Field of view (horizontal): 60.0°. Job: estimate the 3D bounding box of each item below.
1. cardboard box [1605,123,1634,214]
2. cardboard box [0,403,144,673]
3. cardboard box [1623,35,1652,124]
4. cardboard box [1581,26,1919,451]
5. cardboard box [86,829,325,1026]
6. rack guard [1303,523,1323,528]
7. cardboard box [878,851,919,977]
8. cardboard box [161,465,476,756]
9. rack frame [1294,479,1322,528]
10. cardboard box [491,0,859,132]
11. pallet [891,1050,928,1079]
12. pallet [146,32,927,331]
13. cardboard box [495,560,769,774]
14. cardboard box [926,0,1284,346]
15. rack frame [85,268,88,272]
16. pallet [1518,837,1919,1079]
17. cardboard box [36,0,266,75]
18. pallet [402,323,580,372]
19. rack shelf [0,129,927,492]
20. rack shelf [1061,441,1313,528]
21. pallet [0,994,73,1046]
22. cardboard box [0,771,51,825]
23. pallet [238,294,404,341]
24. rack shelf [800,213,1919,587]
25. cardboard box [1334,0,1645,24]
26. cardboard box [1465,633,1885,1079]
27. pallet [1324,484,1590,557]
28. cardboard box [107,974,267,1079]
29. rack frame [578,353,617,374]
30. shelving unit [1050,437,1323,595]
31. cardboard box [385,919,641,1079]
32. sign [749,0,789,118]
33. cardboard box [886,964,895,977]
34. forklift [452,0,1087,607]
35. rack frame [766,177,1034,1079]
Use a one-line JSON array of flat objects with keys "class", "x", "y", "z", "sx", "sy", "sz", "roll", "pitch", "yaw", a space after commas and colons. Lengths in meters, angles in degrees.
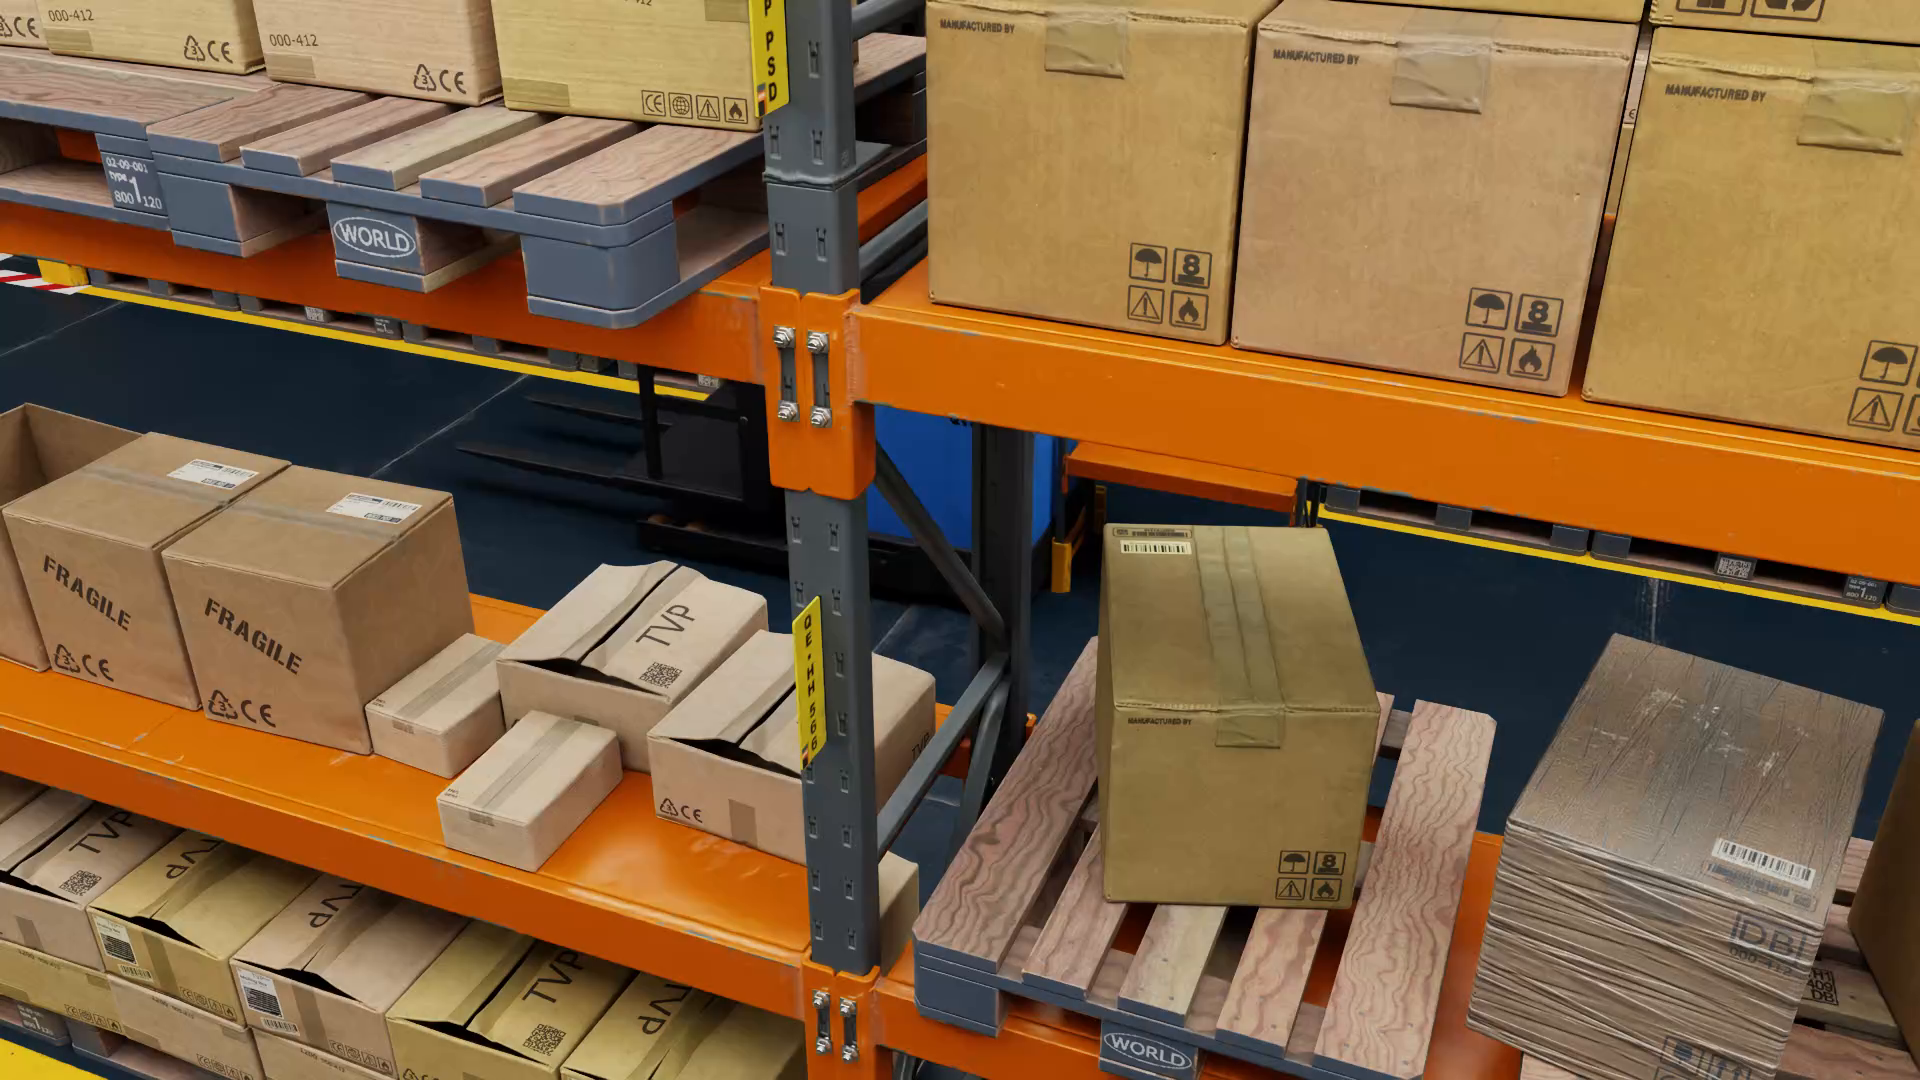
[{"class": "cardboard box", "x": 2.625, "y": -1.618, "z": 7.139, "sx": 0.500, "sy": 0.500, "sz": 0.500, "roll": 12, "pitch": 32, "yaw": 21}, {"class": "cardboard box", "x": -2.583, "y": -0.021, "z": 4.637, "sx": 0.500, "sy": 0.500, "sz": 0.500, "roll": 14, "pitch": 32, "yaw": 23}, {"class": "cardboard box", "x": 2.611, "y": -1.951, "z": 6.967, "sx": 0.500, "sy": 0.250, "sz": 0.500, "roll": 11, "pitch": 31, "yaw": 18}, {"class": "cardboard box", "x": 1.302, "y": -0.578, "z": 2.574, "sx": 0.500, "sy": 0.500, "sz": 0.910, "roll": 11, "pitch": 31, "yaw": 19}, {"class": "cardboard box", "x": -2.062, "y": 1.020, "z": 4.695, "sx": 0.500, "sy": 0.311, "sz": 0.500, "roll": 12, "pitch": 32, "yaw": 20}, {"class": "rack guard", "x": 1.465, "y": 0.171, "z": 7.194, "sx": 0.087, "sy": 0.250, "sz": 0.587, "roll": 11, "pitch": 31, "yaw": 18}, {"class": "cardboard box", "x": -0.445, "y": 1.055, "z": 4.633, "sx": 0.500, "sy": 0.311, "sz": 0.500, "roll": 12, "pitch": 32, "yaw": 21}, {"class": "cardboard box", "x": -1.631, "y": 0.169, "z": 4.301, "sx": 0.500, "sy": 0.500, "sz": 0.500, "roll": 10, "pitch": 31, "yaw": 16}, {"class": "rack frame", "x": 1.466, "y": -0.373, "z": 6.886, "sx": 0.032, "sy": 1.500, "sz": 0.500, "roll": 11, "pitch": 31, "yaw": 18}, {"class": "cardboard box", "x": -0.511, "y": -0.966, "z": 3.088, "sx": 0.500, "sy": 0.250, "sz": 0.500, "roll": 9, "pitch": 31, "yaw": 15}, {"class": "pallet", "x": -0.818, "y": 1.560, "z": 4.776, "sx": 1.213, "sy": 0.211, "sz": 1.003, "roll": 11, "pitch": 31, "yaw": 19}, {"class": "pallet", "x": -0.732, "y": -0.793, "z": 3.248, "sx": 1.003, "sy": 0.211, "sz": 1.213, "roll": 13, "pitch": 32, "yaw": 21}, {"class": "cardboard box", "x": -0.826, "y": 0.301, "z": 4.260, "sx": 0.500, "sy": 0.311, "sz": 0.500, "roll": 11, "pitch": 31, "yaw": 19}, {"class": "cardboard box", "x": 0.347, "y": -0.768, "z": 2.911, "sx": 0.500, "sy": 0.500, "sz": 0.910, "roll": 11, "pitch": 31, "yaw": 19}, {"class": "rack frame", "x": -5.624, "y": -3.224, "z": 10.405, "sx": 0.127, "sy": 3.000, "sz": 1.000, "roll": 11, "pitch": 31, "yaw": 19}, {"class": "pallet", "x": 1.734, "y": 0.957, "z": 3.204, "sx": 1.213, "sy": 0.211, "sz": 1.003, "roll": 11, "pitch": 31, "yaw": 19}, {"class": "cardboard box", "x": -1.530, "y": -1.166, "z": 3.441, "sx": 0.500, "sy": 0.250, "sz": 0.500, "roll": 11, "pitch": 31, "yaw": 18}, {"class": "pallet", "x": -2.553, "y": -1.378, "z": 9.973, "sx": 1.213, "sy": 0.211, "sz": 1.003, "roll": 11, "pitch": 31, "yaw": 19}, {"class": "rack shelf", "x": -1.923, "y": -0.847, "z": 3.883, "sx": 4.000, "sy": 0.370, "sz": 1.077, "roll": 11, "pitch": 31, "yaw": 19}, {"class": "rack shelf", "x": 0.993, "y": -0.308, "z": 7.136, "sx": 1.000, "sy": 0.185, "sz": 0.538, "roll": 11, "pitch": 31, "yaw": 18}, {"class": "pallet", "x": -3.079, "y": 1.108, "z": 5.575, "sx": 1.213, "sy": 0.211, "sz": 1.003, "roll": 11, "pitch": 31, "yaw": 19}, {"class": "cardboard box", "x": -3.025, "y": 0.831, "z": 5.029, "sx": 0.500, "sy": 0.311, "sz": 0.500, "roll": 11, "pitch": 31, "yaw": 19}, {"class": "pallet", "x": -3.687, "y": -1.603, "z": 10.371, "sx": 1.213, "sy": 0.211, "sz": 1.003, "roll": 11, "pitch": 31, "yaw": 19}, {"class": "rack shelf", "x": 1.783, "y": -0.107, "z": 2.573, "sx": 4.000, "sy": 0.370, "sz": 1.077, "roll": 11, "pitch": 31, "yaw": 19}, {"class": "cardboard box", "x": 0.805, "y": -1.091, "z": 2.466, "sx": 0.500, "sy": 0.500, "sz": 0.500, "roll": 11, "pitch": 31, "yaw": 19}, {"class": "cardboard box", "x": 1.332, "y": 0.611, "z": 3.093, "sx": 0.500, "sy": 0.500, "sz": 0.700, "roll": 18, "pitch": 34, "yaw": 28}, {"class": "pallet", "x": 2.491, "y": -0.349, "z": 8.154, "sx": 1.213, "sy": 0.211, "sz": 1.003, "roll": 11, "pitch": 31, "yaw": 19}, {"class": "cardboard box", "x": -2.071, "y": 1.262, "z": 4.837, "sx": 0.500, "sy": 0.250, "sz": 0.500, "roll": 12, "pitch": 32, "yaw": 20}, {"class": "rack frame", "x": -1.917, "y": -2.484, "z": 9.096, "sx": 0.127, "sy": 3.000, "sz": 1.000, "roll": 11, "pitch": 31, "yaw": 19}, {"class": "shelving unit", "x": 1.001, "y": -0.463, "z": 7.044, "sx": 1.083, "sy": 1.500, "sz": 0.587, "roll": 11, "pitch": 31, "yaw": 18}, {"class": "cardboard box", "x": -1.132, "y": 1.208, "z": 4.362, "sx": 0.500, "sy": 0.311, "sz": 0.500, "roll": 11, "pitch": 31, "yaw": 18}, {"class": "sign", "x": -0.286, "y": -0.798, "z": 2.459, "sx": 0.005, "sy": 0.325, "sz": 0.100, "roll": 11, "pitch": 31, "yaw": 19}, {"class": "cardboard box", "x": -0.445, "y": 1.299, "z": 4.771, "sx": 0.500, "sy": 0.250, "sz": 0.500, "roll": 11, "pitch": 31, "yaw": 19}, {"class": "forklift", "x": -0.947, "y": -1.421, "z": 7.285, "sx": 3.031, "sy": 2.935, "sz": 1.130, "roll": 11, "pitch": 31, "yaw": 18}, {"class": "rack frame", "x": -0.070, "y": 0.516, "z": 3.789, "sx": 0.127, "sy": 3.000, "sz": 1.000, "roll": 11, "pitch": 31, "yaw": 19}]
